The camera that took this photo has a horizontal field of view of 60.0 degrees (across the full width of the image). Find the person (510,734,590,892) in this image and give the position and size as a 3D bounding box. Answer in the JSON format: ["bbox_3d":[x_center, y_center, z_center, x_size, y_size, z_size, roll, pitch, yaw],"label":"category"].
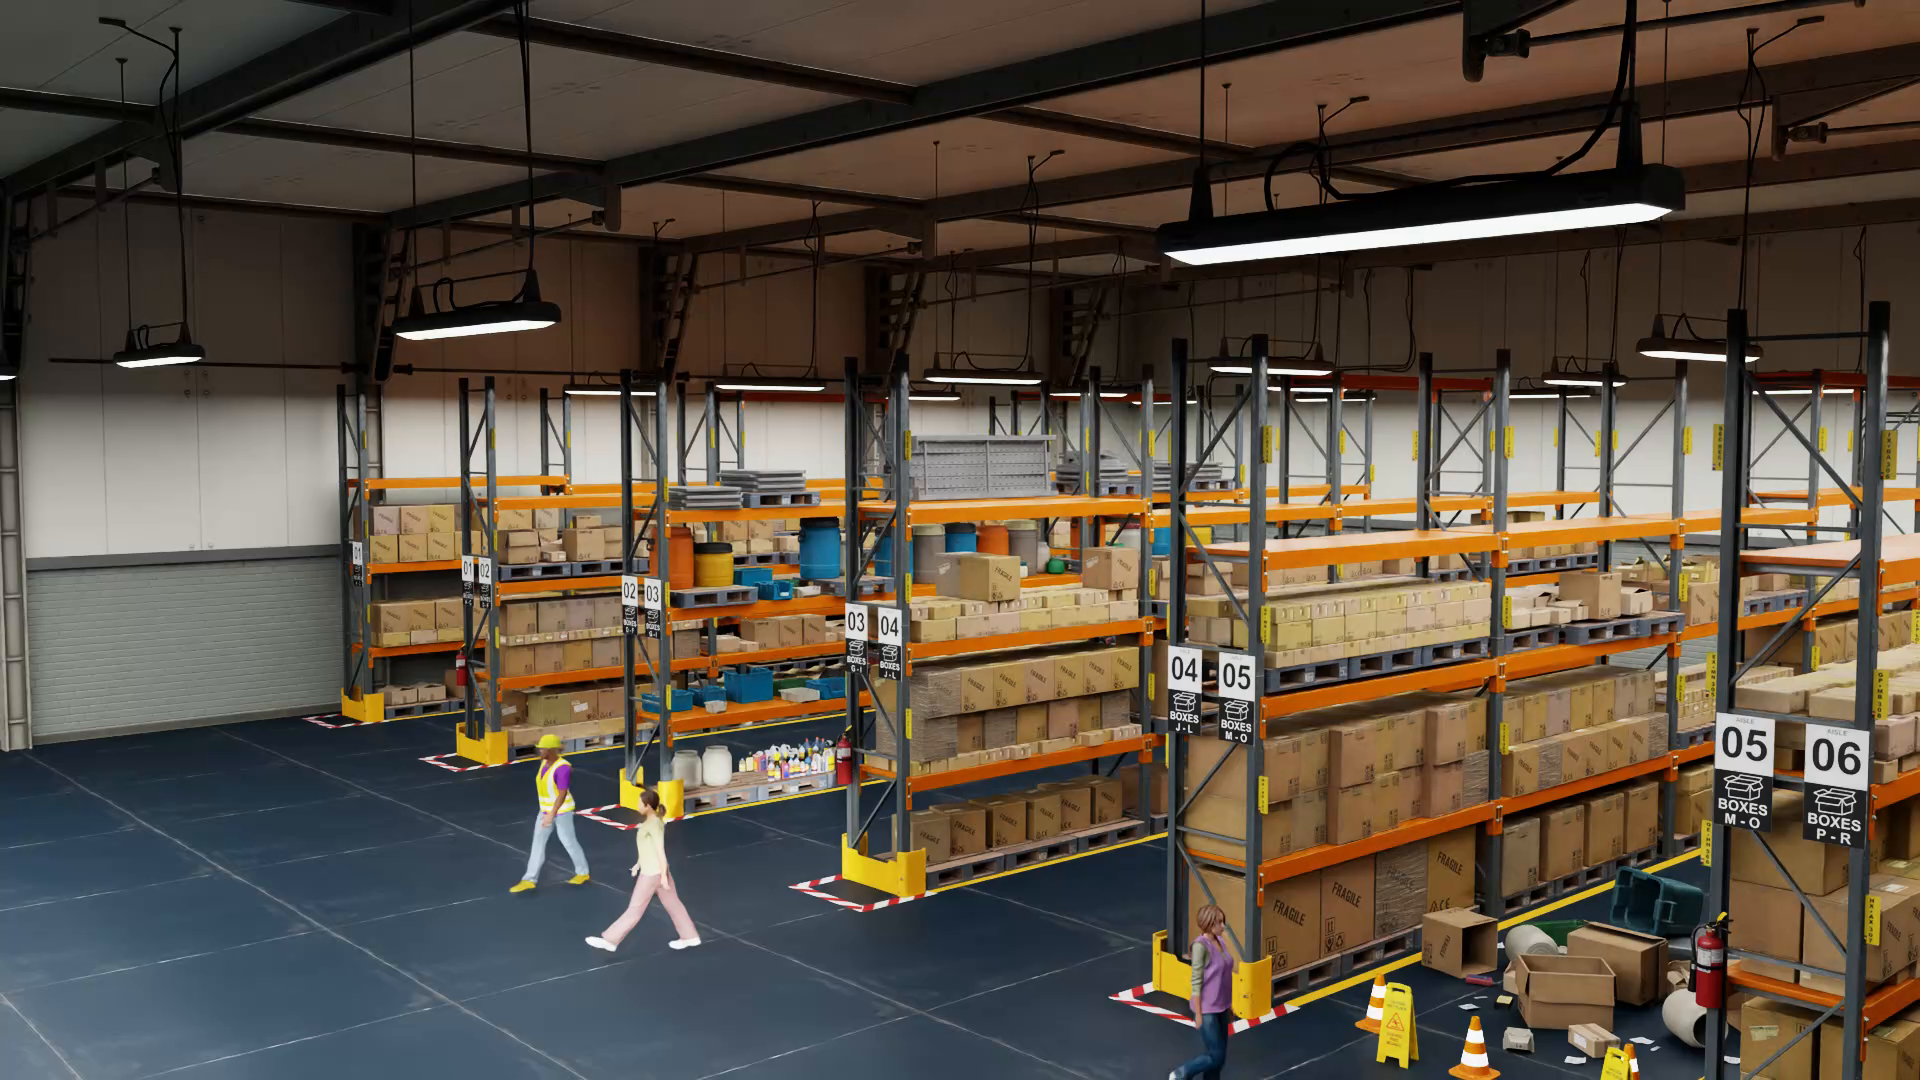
[{"bbox_3d":[-4.620,3.047,18.679,0.599,1.719,0.967,3,5,43],"label":"person"}]

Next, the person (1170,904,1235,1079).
[{"bbox_3d":[1.852,3.528,12.524,0.489,1.596,0.428,3,5,35],"label":"person"}]

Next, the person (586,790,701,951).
[{"bbox_3d":[-3.124,3.259,16.436,1.089,1.608,0.471,0,4,-2],"label":"person"}]
